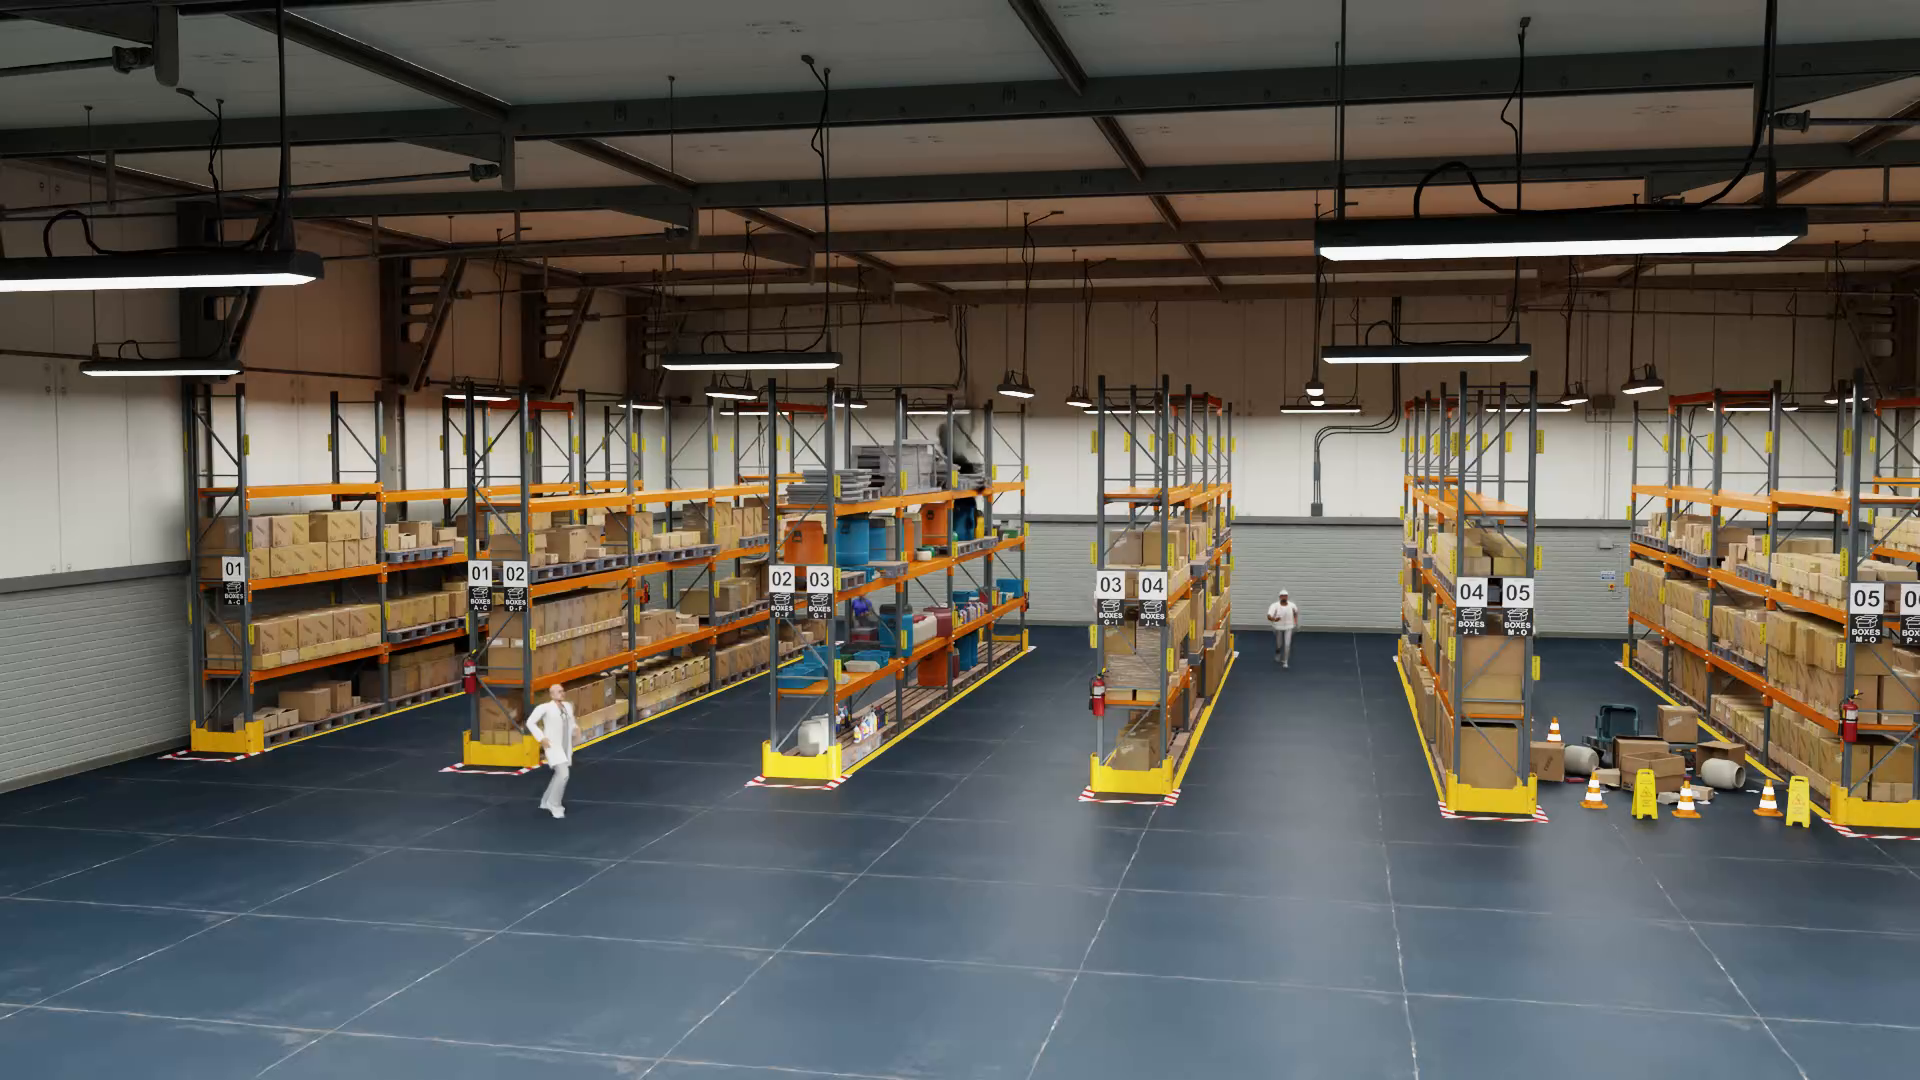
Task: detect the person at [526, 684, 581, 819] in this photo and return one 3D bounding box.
[{"bbox_3d":[-5.407,2.856,22.411,0.692,1.830,0.690,2,4,31],"label":"person"}]

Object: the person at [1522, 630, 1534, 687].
[{"bbox_3d":[11.529,2.208,34.307,0.596,1.690,0.644,1,3,14],"label":"person"}]

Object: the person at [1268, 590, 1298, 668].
[{"bbox_3d":[7.264,1.988,37.378,0.710,1.742,0.847,0,3,1],"label":"person"}]

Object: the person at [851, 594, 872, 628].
[{"bbox_3d":[-2.333,1.953,39.017,0.540,1.656,0.758,0,3,2],"label":"person"}]
